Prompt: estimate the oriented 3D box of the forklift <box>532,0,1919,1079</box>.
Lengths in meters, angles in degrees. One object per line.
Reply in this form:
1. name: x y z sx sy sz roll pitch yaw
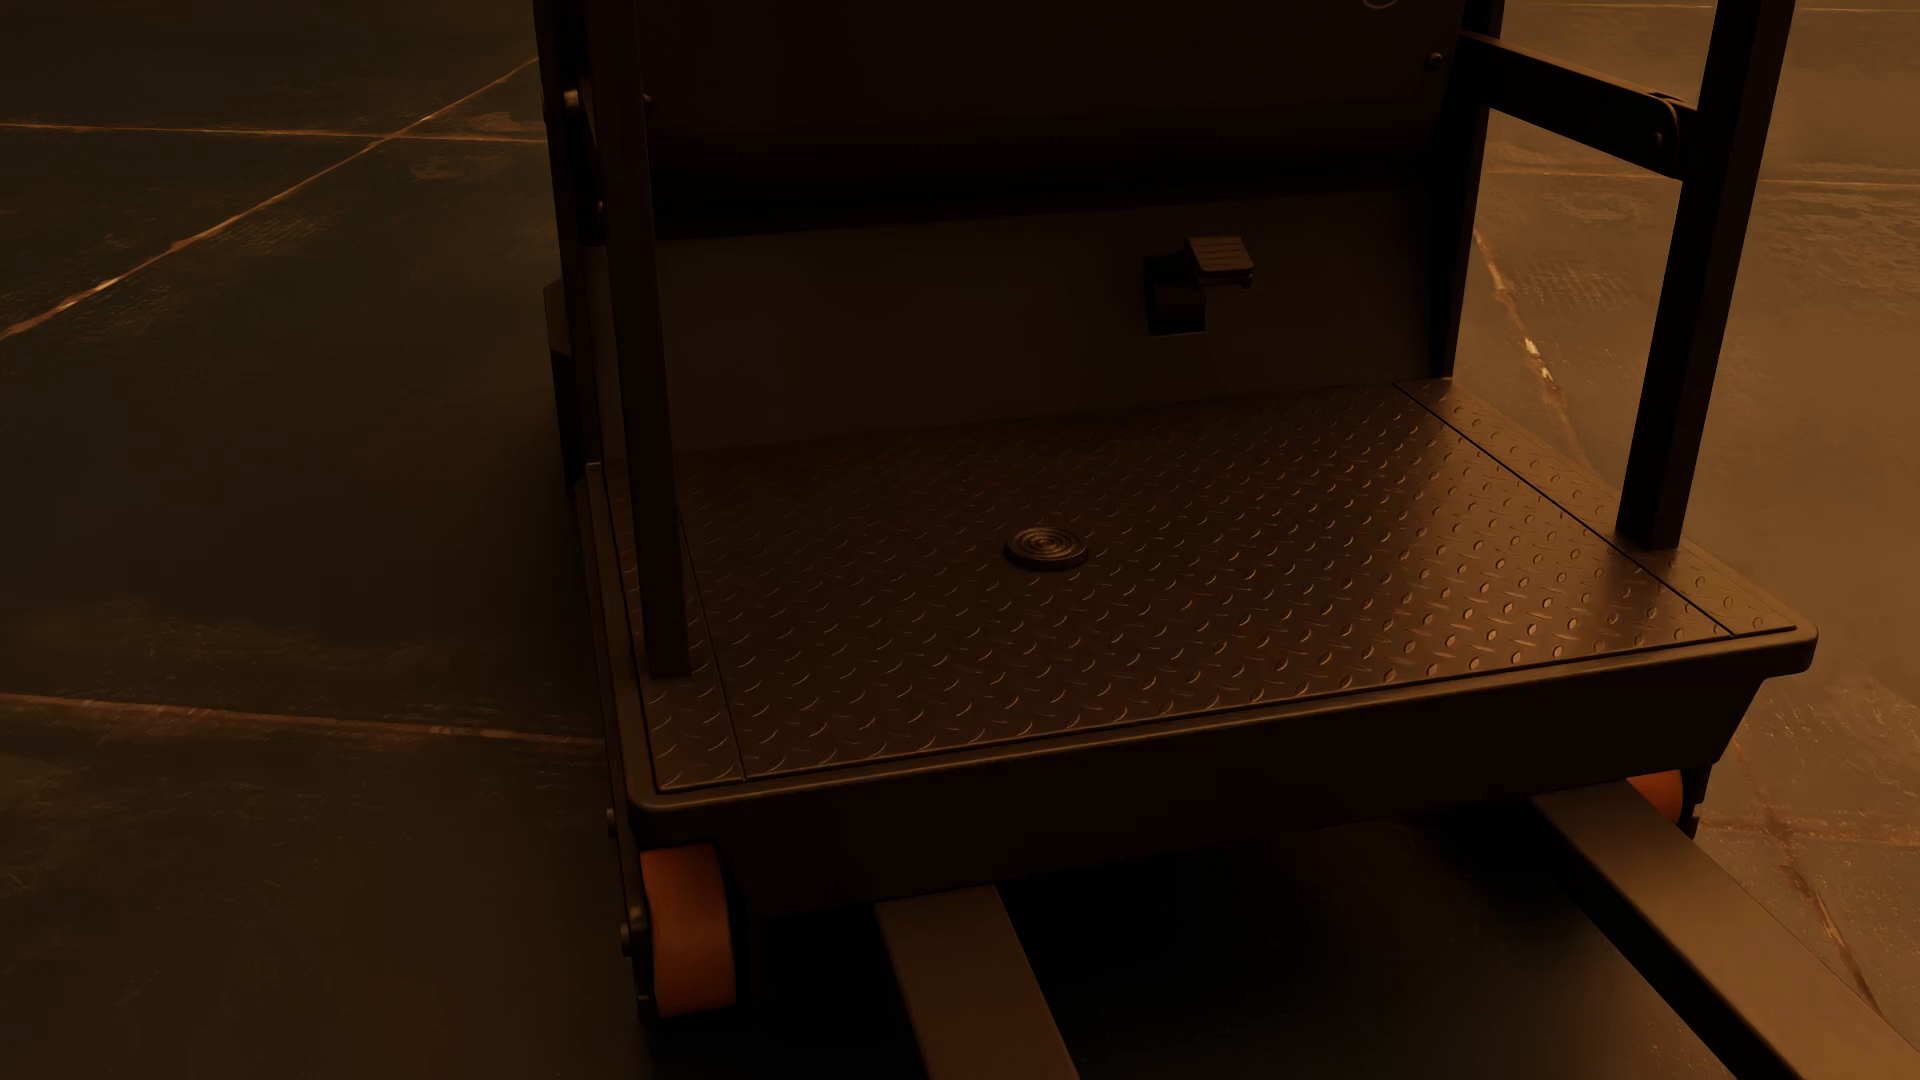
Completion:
1. forklift: 0.153 -1.049 1.319 1.130 2.935 3.031 -7 27 -13
